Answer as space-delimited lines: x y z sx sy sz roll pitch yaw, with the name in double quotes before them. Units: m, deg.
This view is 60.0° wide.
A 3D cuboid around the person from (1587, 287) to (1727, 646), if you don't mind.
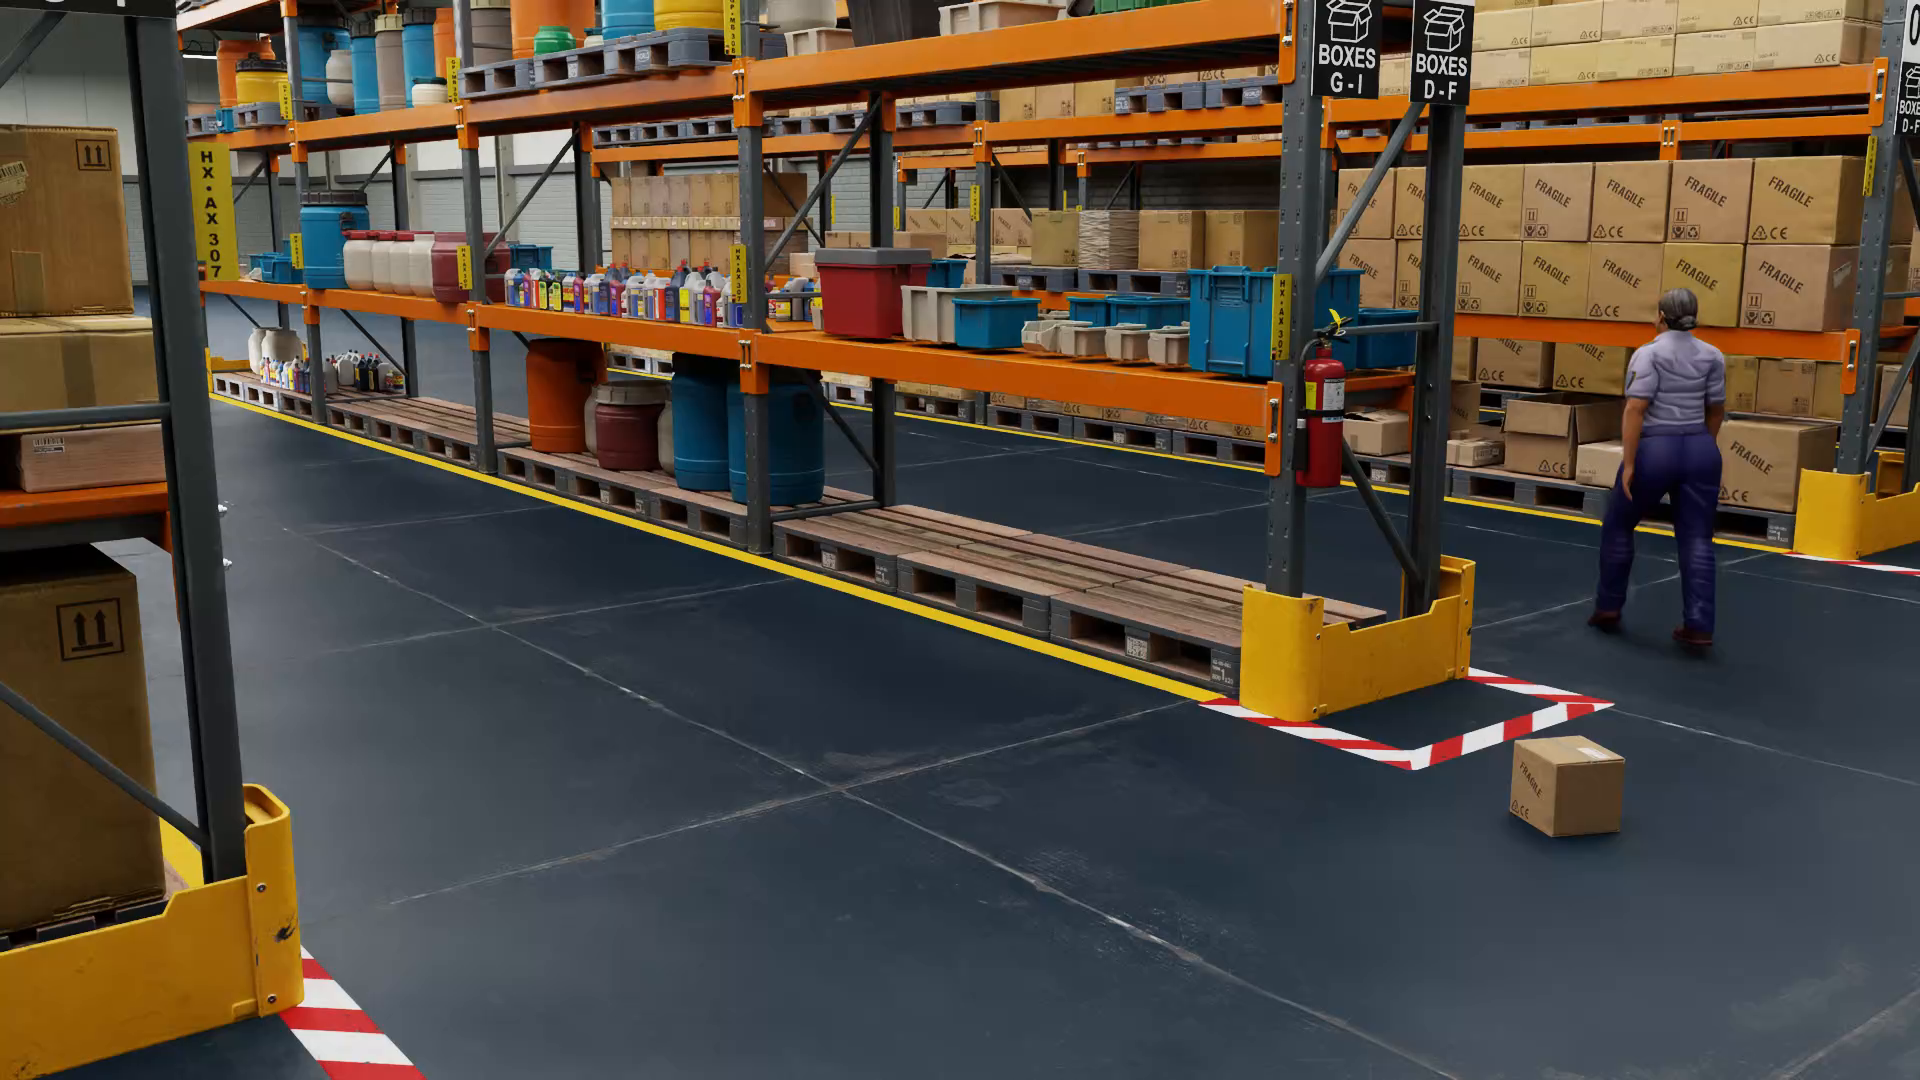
"person" 3.263 -0.323 7.712 0.534 1.686 0.756 0 11 -2
